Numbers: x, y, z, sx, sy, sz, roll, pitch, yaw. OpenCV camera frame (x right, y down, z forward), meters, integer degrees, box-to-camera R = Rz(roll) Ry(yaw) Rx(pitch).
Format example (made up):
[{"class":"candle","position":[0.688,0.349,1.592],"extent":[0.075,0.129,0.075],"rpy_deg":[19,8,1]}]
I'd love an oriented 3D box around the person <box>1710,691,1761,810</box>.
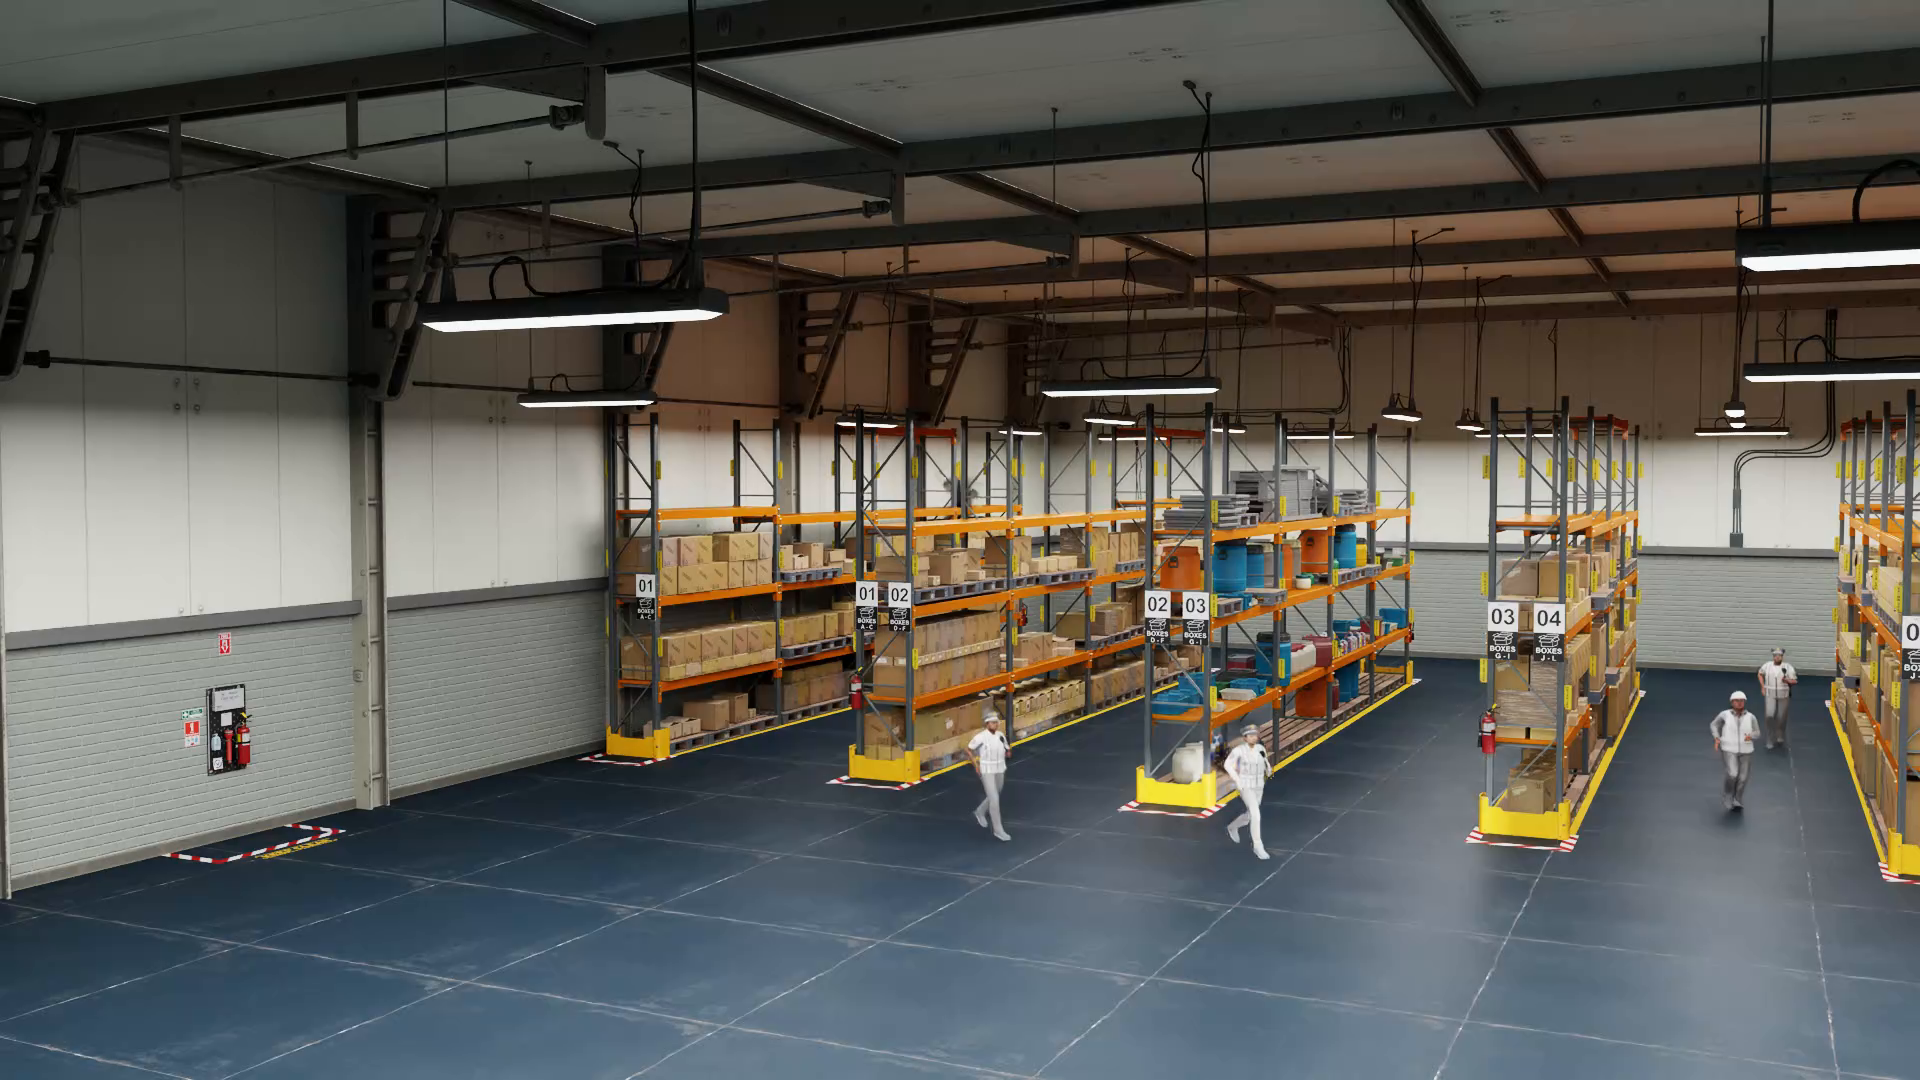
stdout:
[{"class":"person","position":[11.375,3.093,24.345],"extent":[0.637,1.751,0.670],"rpy_deg":[1,2,12]}]

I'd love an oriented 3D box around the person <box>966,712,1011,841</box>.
[{"class":"person","position":[0.435,3.179,22.686],"extent":[0.576,1.687,0.919],"rpy_deg":[-2,3,-36]}]

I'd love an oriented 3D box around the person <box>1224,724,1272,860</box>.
[{"class":"person","position":[3.790,3.246,21.732],"extent":[0.603,1.705,0.861],"rpy_deg":[-1,3,-27]}]

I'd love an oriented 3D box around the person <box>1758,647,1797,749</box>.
[{"class":"person","position":[14.760,2.855,30.033],"extent":[0.637,1.848,0.751],"rpy_deg":[1,3,26]}]
